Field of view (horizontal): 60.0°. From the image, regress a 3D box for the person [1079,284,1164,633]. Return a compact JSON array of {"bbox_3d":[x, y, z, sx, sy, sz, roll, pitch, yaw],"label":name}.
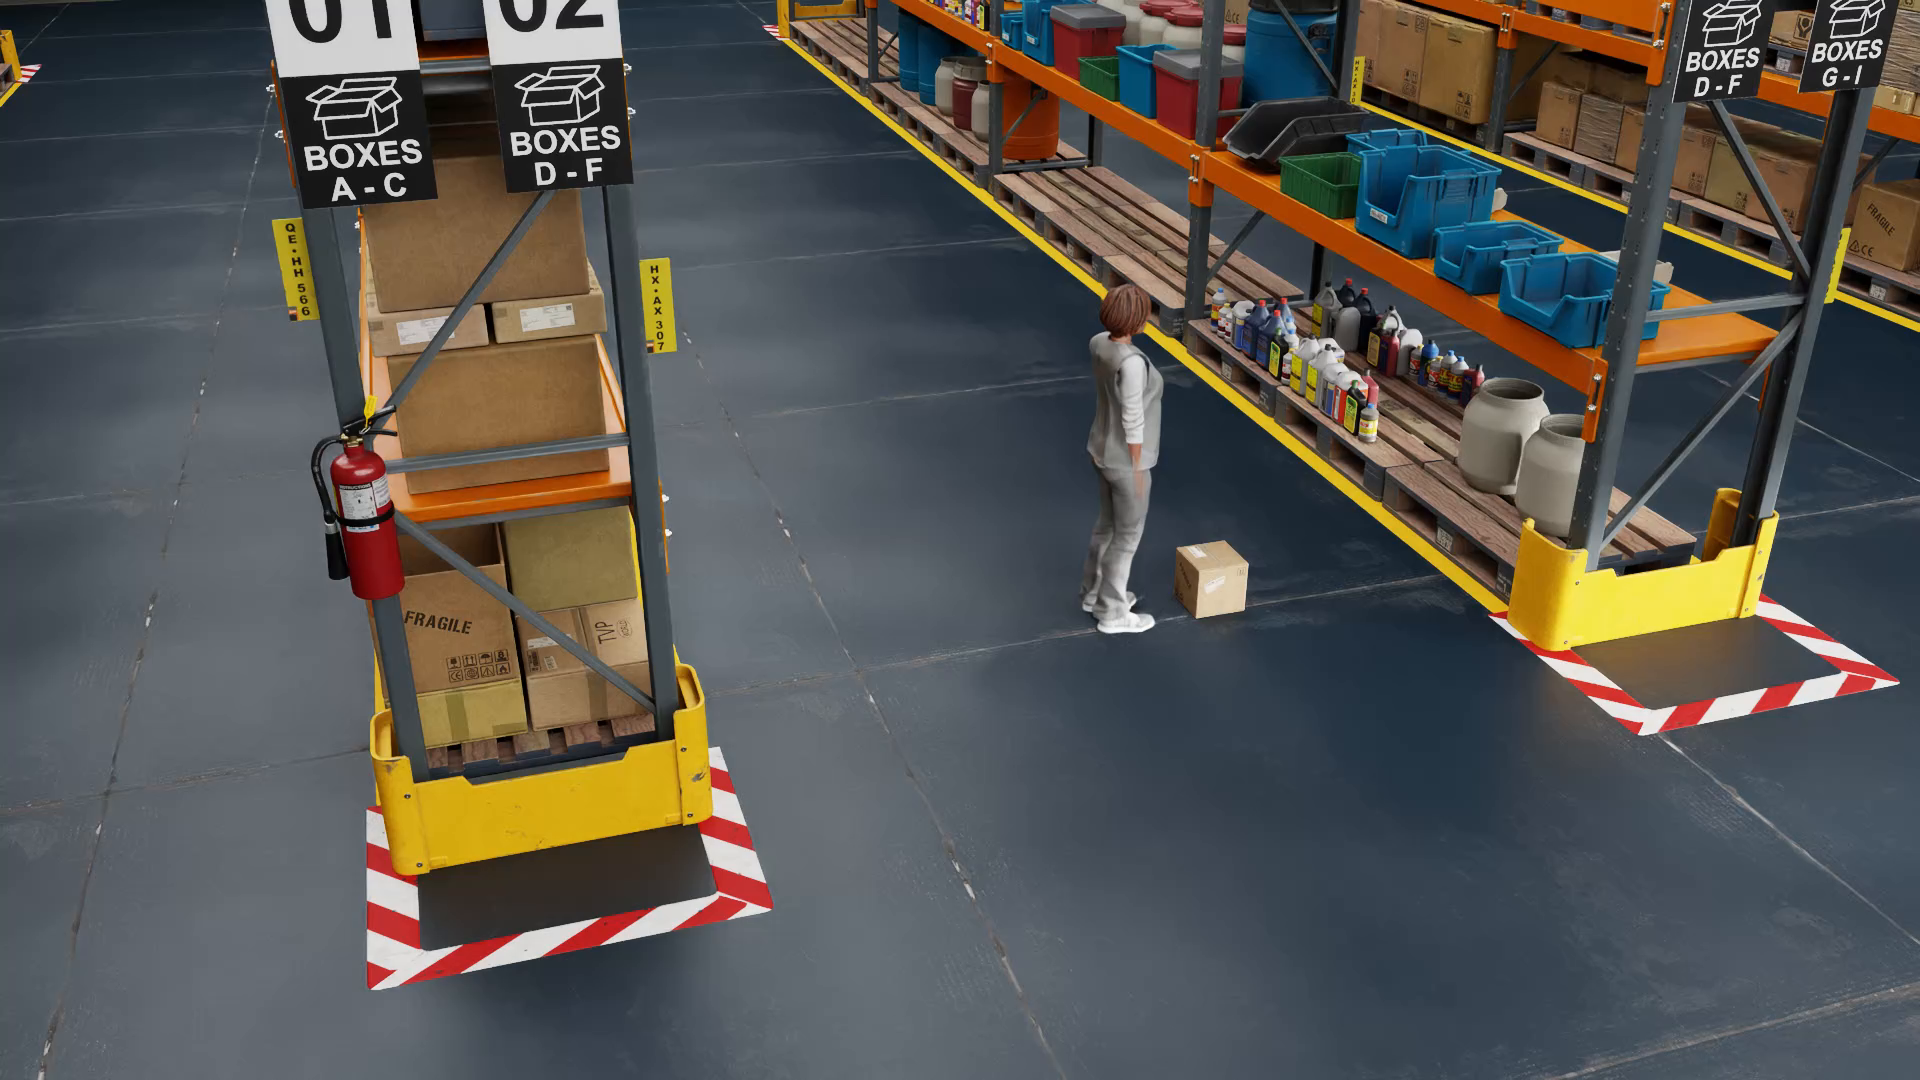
[{"bbox_3d":[0.712,-0.360,7.342,0.305,1.599,0.404,-8,28,-15],"label":"person"}]
